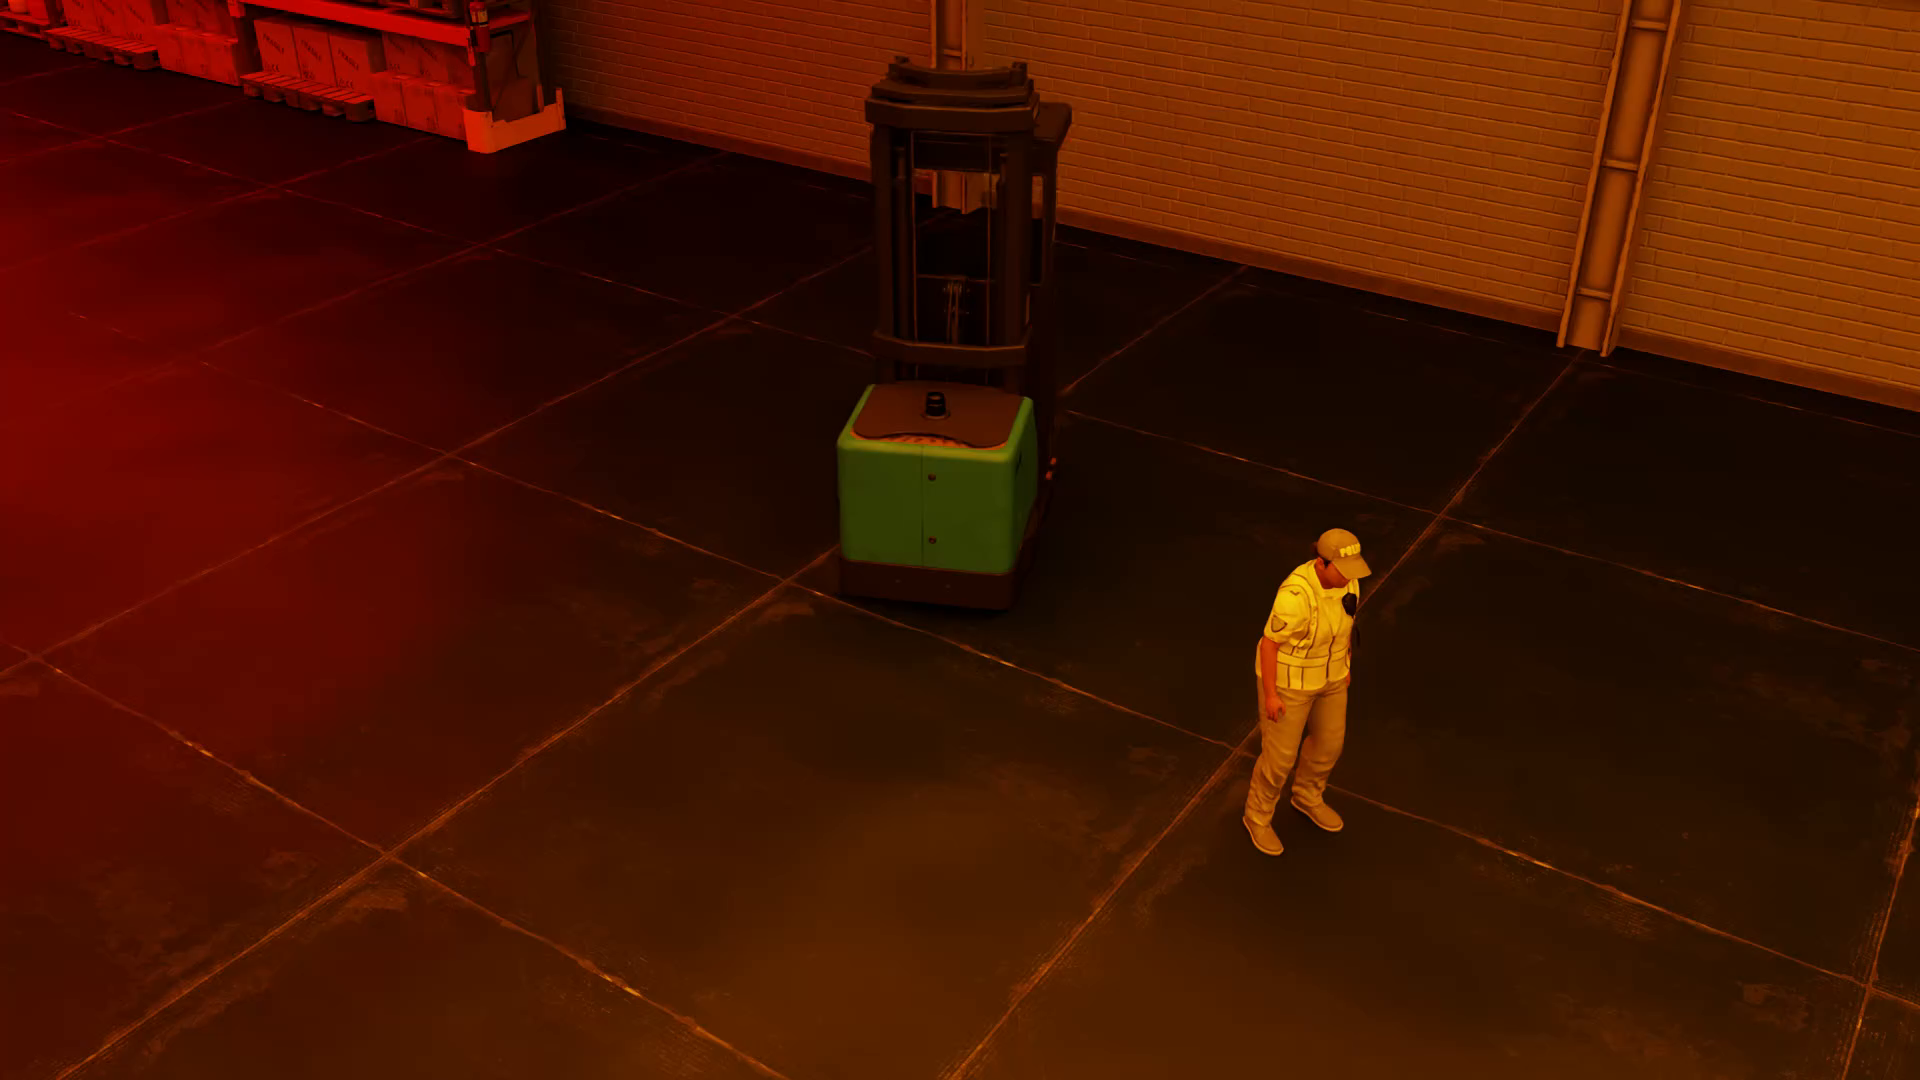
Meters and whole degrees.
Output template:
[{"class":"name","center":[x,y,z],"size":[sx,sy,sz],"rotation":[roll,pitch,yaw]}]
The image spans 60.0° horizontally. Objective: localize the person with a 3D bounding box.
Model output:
[{"class":"person","center":[1.618,0.668,7.698],"size":[0.535,1.667,0.454],"rotation":[-16,34,-26]}]

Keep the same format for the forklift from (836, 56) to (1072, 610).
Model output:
[{"class":"forklift","center":[0.066,-1.584,10.309],"size":[1.130,2.935,3.031],"rotation":[5,31,9]}]
